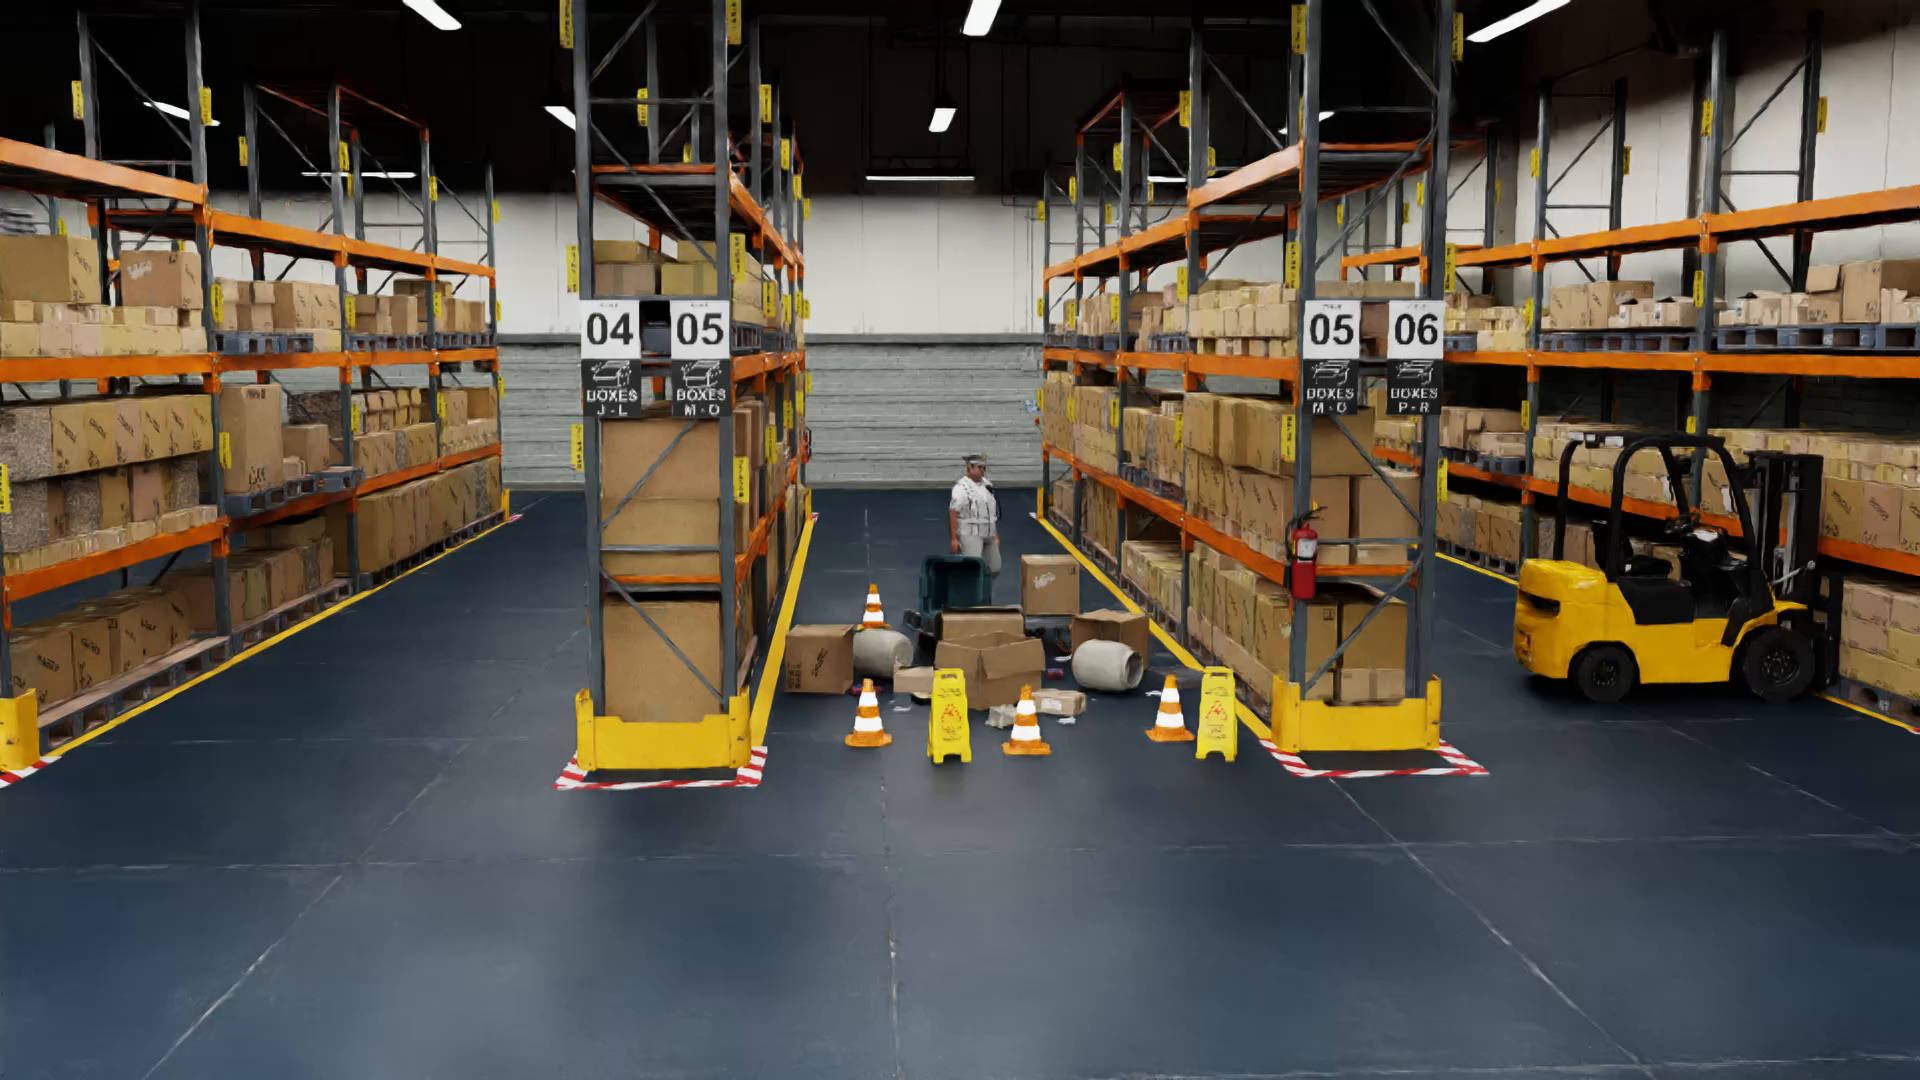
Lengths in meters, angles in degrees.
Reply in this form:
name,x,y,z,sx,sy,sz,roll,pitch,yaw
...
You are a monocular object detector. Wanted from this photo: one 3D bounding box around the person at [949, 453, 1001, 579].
name,x,y,z,sx,sy,sz,roll,pitch,yaw
person,0.100,-0.064,17.458,0.664,1.710,0.664,6,9,43
